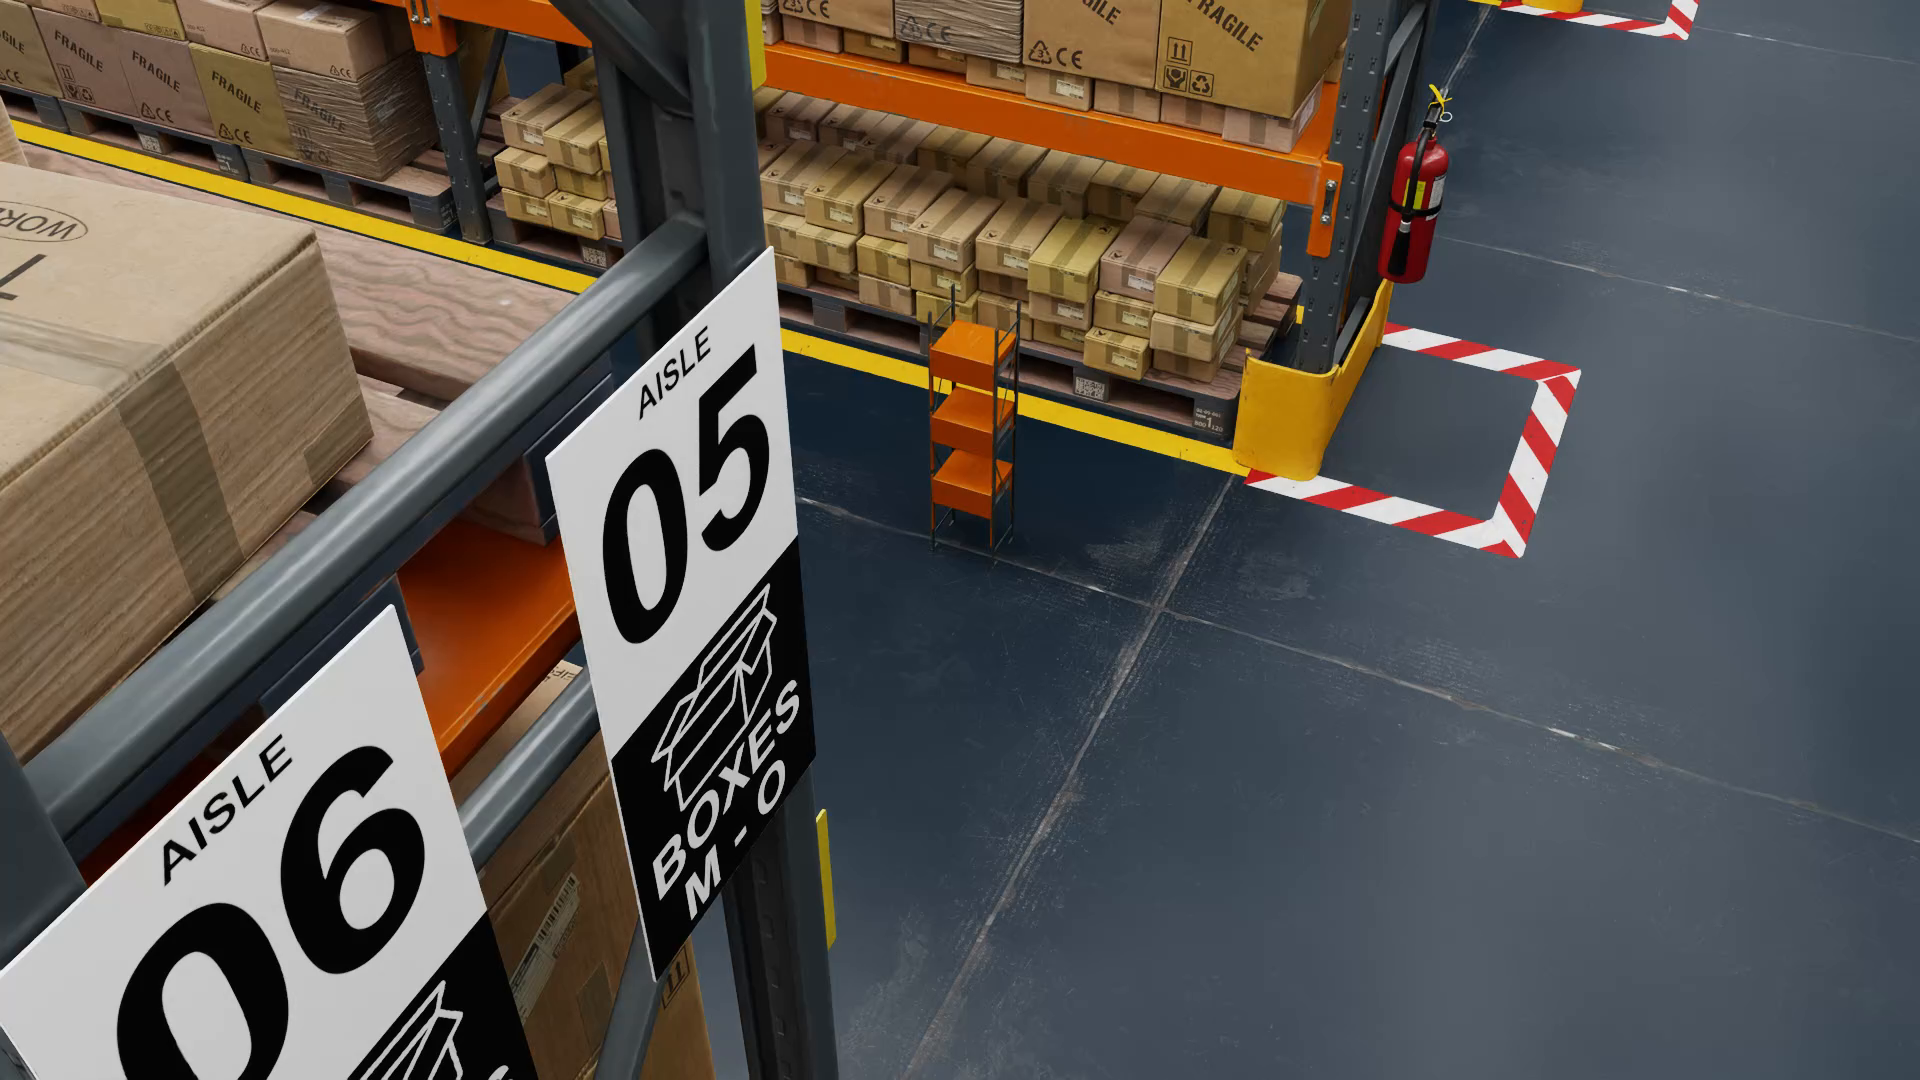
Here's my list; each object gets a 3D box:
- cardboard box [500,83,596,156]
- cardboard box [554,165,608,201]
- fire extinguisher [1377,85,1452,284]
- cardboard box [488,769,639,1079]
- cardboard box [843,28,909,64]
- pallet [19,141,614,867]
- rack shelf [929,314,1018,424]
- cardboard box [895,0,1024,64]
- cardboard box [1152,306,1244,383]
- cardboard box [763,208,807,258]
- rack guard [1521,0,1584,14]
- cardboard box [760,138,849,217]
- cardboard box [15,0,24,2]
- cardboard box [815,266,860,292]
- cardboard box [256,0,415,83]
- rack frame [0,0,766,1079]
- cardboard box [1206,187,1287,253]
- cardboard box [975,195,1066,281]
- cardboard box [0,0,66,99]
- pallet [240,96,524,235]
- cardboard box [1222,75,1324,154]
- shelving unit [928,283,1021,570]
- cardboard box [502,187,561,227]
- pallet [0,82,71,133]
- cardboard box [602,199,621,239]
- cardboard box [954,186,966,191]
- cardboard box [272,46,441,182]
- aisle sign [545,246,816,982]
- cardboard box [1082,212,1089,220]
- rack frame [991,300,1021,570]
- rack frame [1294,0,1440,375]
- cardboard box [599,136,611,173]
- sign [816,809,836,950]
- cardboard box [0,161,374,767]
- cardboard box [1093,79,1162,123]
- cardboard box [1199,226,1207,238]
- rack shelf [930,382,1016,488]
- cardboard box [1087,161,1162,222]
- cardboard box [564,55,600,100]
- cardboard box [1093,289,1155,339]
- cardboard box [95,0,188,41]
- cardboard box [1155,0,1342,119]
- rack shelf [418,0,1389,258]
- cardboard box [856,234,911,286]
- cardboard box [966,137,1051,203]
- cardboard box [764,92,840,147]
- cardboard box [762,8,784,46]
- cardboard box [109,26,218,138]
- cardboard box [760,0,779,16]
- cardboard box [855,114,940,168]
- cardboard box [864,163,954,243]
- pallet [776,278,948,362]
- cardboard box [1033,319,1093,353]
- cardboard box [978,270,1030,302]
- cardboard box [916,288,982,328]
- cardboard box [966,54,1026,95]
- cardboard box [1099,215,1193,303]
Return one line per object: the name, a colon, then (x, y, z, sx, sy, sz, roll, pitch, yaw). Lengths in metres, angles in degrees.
cardboard box: (-1.865, -1.917, 7.574, 0.250, 0.149, 0.380, 19, 44, 20)
cardboard box: (-1.629, -1.716, 7.569, 0.250, 0.149, 0.380, 17, 44, 19)
fire extinguisher: (1.568, -1.208, 5.697, 0.183, 0.674, 0.296, 17, 44, 19)
cardboard box: (-0.781, 0.527, 2.513, 0.500, 0.500, 0.500, 16, 43, 18)
cardboard box: (-0.257, -2.022, 6.485, 0.250, 0.149, 0.380, 18, 44, 19)
pallet: (-1.143, -0.055, 1.801, 1.213, 0.211, 1.003, 17, 44, 19)
rack shelf: (0.048, -0.588, 5.710, 0.240, 0.259, 0.215, 17, 44, 19)
cardboard box: (0.091, -2.124, 6.107, 0.500, 0.500, 0.500, 17, 44, 19)
cardboard box: (0.970, -0.825, 6.768, 0.250, 0.149, 0.380, 18, 44, 19)
cardboard box: (-0.709, -1.396, 7.199, 0.250, 0.149, 0.380, 17, 44, 18)
rack guard: (3.745, -3.687, 10.122, 0.348, 0.500, 1.175, 17, 44, 19)
cardboard box: (-0.667, -1.561, 7.163, 0.250, 0.149, 0.380, 15, 43, 17)
cardboard box: (-4.733, -2.960, 8.390, 0.500, 0.250, 0.500, 16, 44, 18)
cardboard box: (-0.433, -1.257, 7.266, 0.250, 0.149, 0.380, 18, 44, 20)
cardboard box: (-2.872, -2.383, 7.725, 0.500, 0.250, 0.500, 16, 43, 18)
rack frame: (-0.466, -1.023, 0.560, 0.127, 3.000, 1.000, 17, 44, 19)
cardboard box: (1.204, -1.375, 6.948, 0.250, 0.149, 0.380, 15, 43, 17)
cardboard box: (0.248, -1.234, 6.785, 0.250, 0.149, 0.380, 15, 43, 17)
cardboard box: (-4.725, -2.667, 8.625, 0.500, 0.500, 0.500, 17, 44, 19)
pallet: (-2.796, -1.991, 8.385, 1.213, 0.211, 1.003, 17, 44, 19)
cardboard box: (1.120, -1.550, 5.939, 0.250, 0.149, 0.380, 17, 44, 19)
shelving unit: (0.048, -0.382, 5.889, 0.252, 1.050, 0.215, 17, 44, 19)
cardboard box: (-1.896, -1.620, 7.684, 0.250, 0.149, 0.380, 15, 43, 17)
pallet: (-5.007, -2.666, 9.165, 1.213, 0.211, 1.003, 17, 44, 19)
cardboard box: (-1.407, -1.508, 7.555, 0.250, 0.149, 0.380, 17, 44, 18)
cardboard box: (-0.045, -1.541, 7.366, 0.250, 0.149, 0.380, 19, 44, 21)
cardboard box: (-2.867, -2.099, 7.970, 0.500, 0.500, 0.500, 16, 43, 18)
aisle sign: (-0.278, 0.110, 1.849, 0.004, 0.787, 0.394, 17, 44, 19)
cardboard box: (0.499, -1.473, 7.288, 0.250, 0.149, 0.380, 18, 44, 20)
rack frame: (0.159, -0.348, 5.850, 0.008, 1.050, 0.200, 17, 44, 19)
rack frame: (1.535, -1.722, 5.946, 0.127, 3.000, 1.000, 17, 44, 19)
cardboard box: (-1.391, -1.765, 7.398, 0.250, 0.149, 0.380, 16, 44, 18)
sign: (-0.226, 0.559, 2.593, 0.005, 0.325, 0.100, 17, 44, 19)
cardboard box: (-0.912, -0.100, 1.503, 0.500, 0.250, 0.500, 13, 43, 15)
cardboard box: (0.677, -1.701, 6.114, 0.250, 0.149, 0.380, 17, 44, 18)
cardboard box: (0.944, -1.323, 7.115, 0.250, 0.149, 0.380, 17, 44, 18)
rack shelf: (0.048, -0.374, 5.896, 0.240, 0.259, 0.215, 17, 44, 19)
cardboard box: (0.729, -1.526, 7.122, 0.250, 0.149, 0.380, 17, 44, 19)
cardboard box: (-1.657, -2.192, 7.890, 0.250, 0.149, 0.380, 18, 44, 20)
cardboard box: (0.722, -0.997, 6.739, 0.250, 0.149, 0.380, 16, 43, 18)
cardboard box: (-3.817, -2.672, 8.057, 0.500, 0.250, 0.500, 15, 43, 17)
cardboard box: (1.019, -1.844, 5.784, 0.500, 0.500, 0.500, 18, 44, 19)
rack shelf: (-0.277, -2.004, 6.821, 4.000, 0.370, 1.077, 17, 44, 19)
cardboard box: (-0.235, -1.253, 7.034, 0.250, 0.149, 0.380, 19, 44, 21)
cardboard box: (0.222, -1.628, 7.239, 0.250, 0.149, 0.380, 19, 44, 20)
cardboard box: (-0.694, -1.942, 7.602, 0.250, 0.149, 0.380, 15, 43, 17)
cardboard box: (-0.758, -2.126, 6.605, 0.250, 0.149, 0.380, 19, 44, 20)
cardboard box: (-3.795, -2.386, 8.301, 0.500, 0.500, 0.500, 16, 43, 18)
cardboard box: (-0.855, -2.399, 6.425, 0.500, 0.500, 0.500, 16, 43, 18)
cardboard box: (-0.265, -1.740, 7.370, 0.250, 0.149, 0.380, 17, 44, 19)
cardboard box: (-0.211, -1.414, 6.993, 0.250, 0.149, 0.380, 16, 43, 17)
pallet: (-0.357, -1.274, 7.559, 1.213, 0.211, 1.003, 17, 44, 19)
cardboard box: (0.491, -0.961, 6.924, 0.250, 0.149, 0.380, 17, 44, 18)
cardboard box: (0.264, -1.171, 6.940, 0.250, 0.149, 0.380, 16, 44, 18)
cardboard box: (0.004, -1.055, 7.033, 0.250, 0.149, 0.380, 15, 43, 17)
cardboard box: (0.209, -1.848, 6.284, 0.250, 0.149, 0.380, 15, 43, 17)
cardboard box: (0.745, -1.128, 6.663, 0.250, 0.149, 0.380, 18, 44, 19)
